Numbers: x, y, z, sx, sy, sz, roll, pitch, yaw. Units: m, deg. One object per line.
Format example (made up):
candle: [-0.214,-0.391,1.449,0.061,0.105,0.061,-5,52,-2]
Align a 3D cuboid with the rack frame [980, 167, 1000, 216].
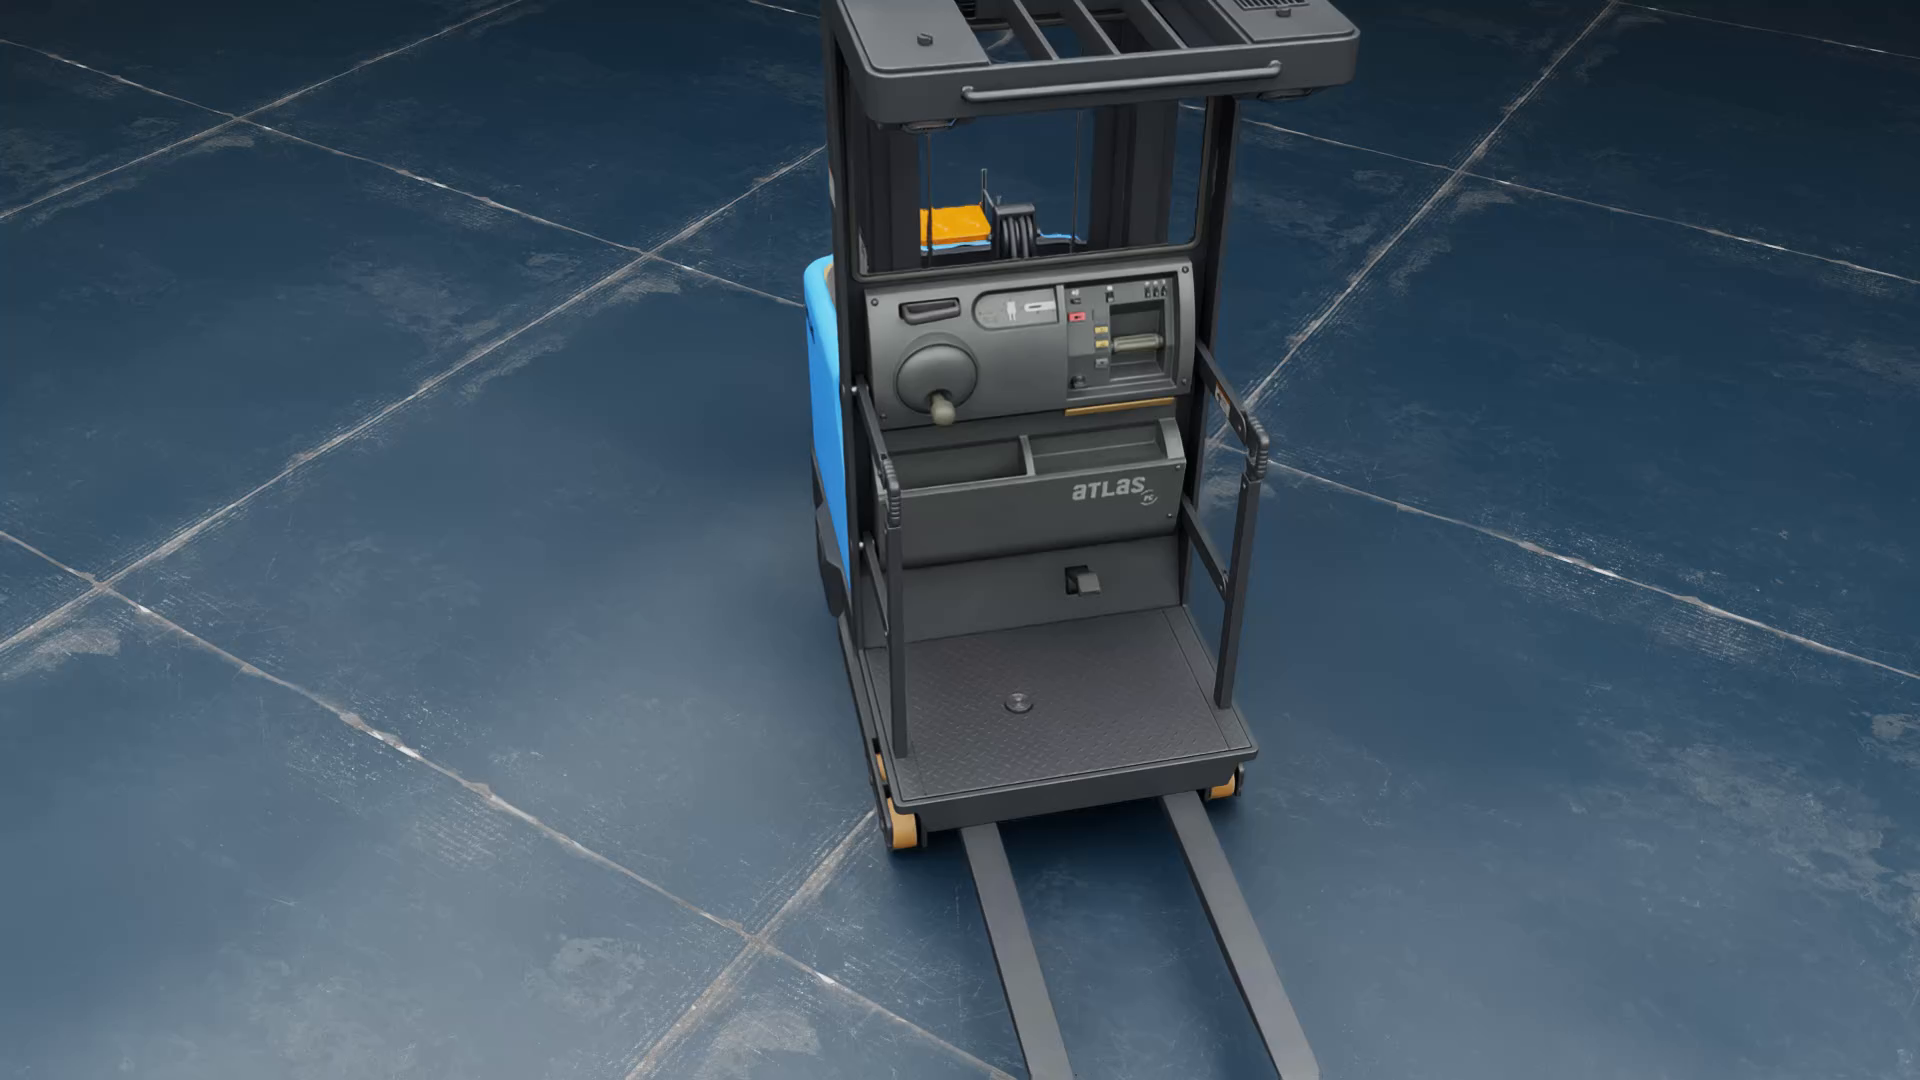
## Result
rack frame: [0.108,-0.810,6.318,0.015,1.200,0.240,-8,38,-10]

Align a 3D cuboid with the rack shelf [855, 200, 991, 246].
rack shelf: [-0.130,-1.089,6.036,0.480,0.148,0.258,-8,38,-10]

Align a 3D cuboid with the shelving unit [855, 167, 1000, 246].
shelving unit: [-0.130,-0.778,6.276,0.503,1.200,0.258,-8,38,-10]

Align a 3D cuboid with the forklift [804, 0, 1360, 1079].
forklift: [0.251,-0.477,4.469,1.130,2.935,3.031,-7,38,-9]
